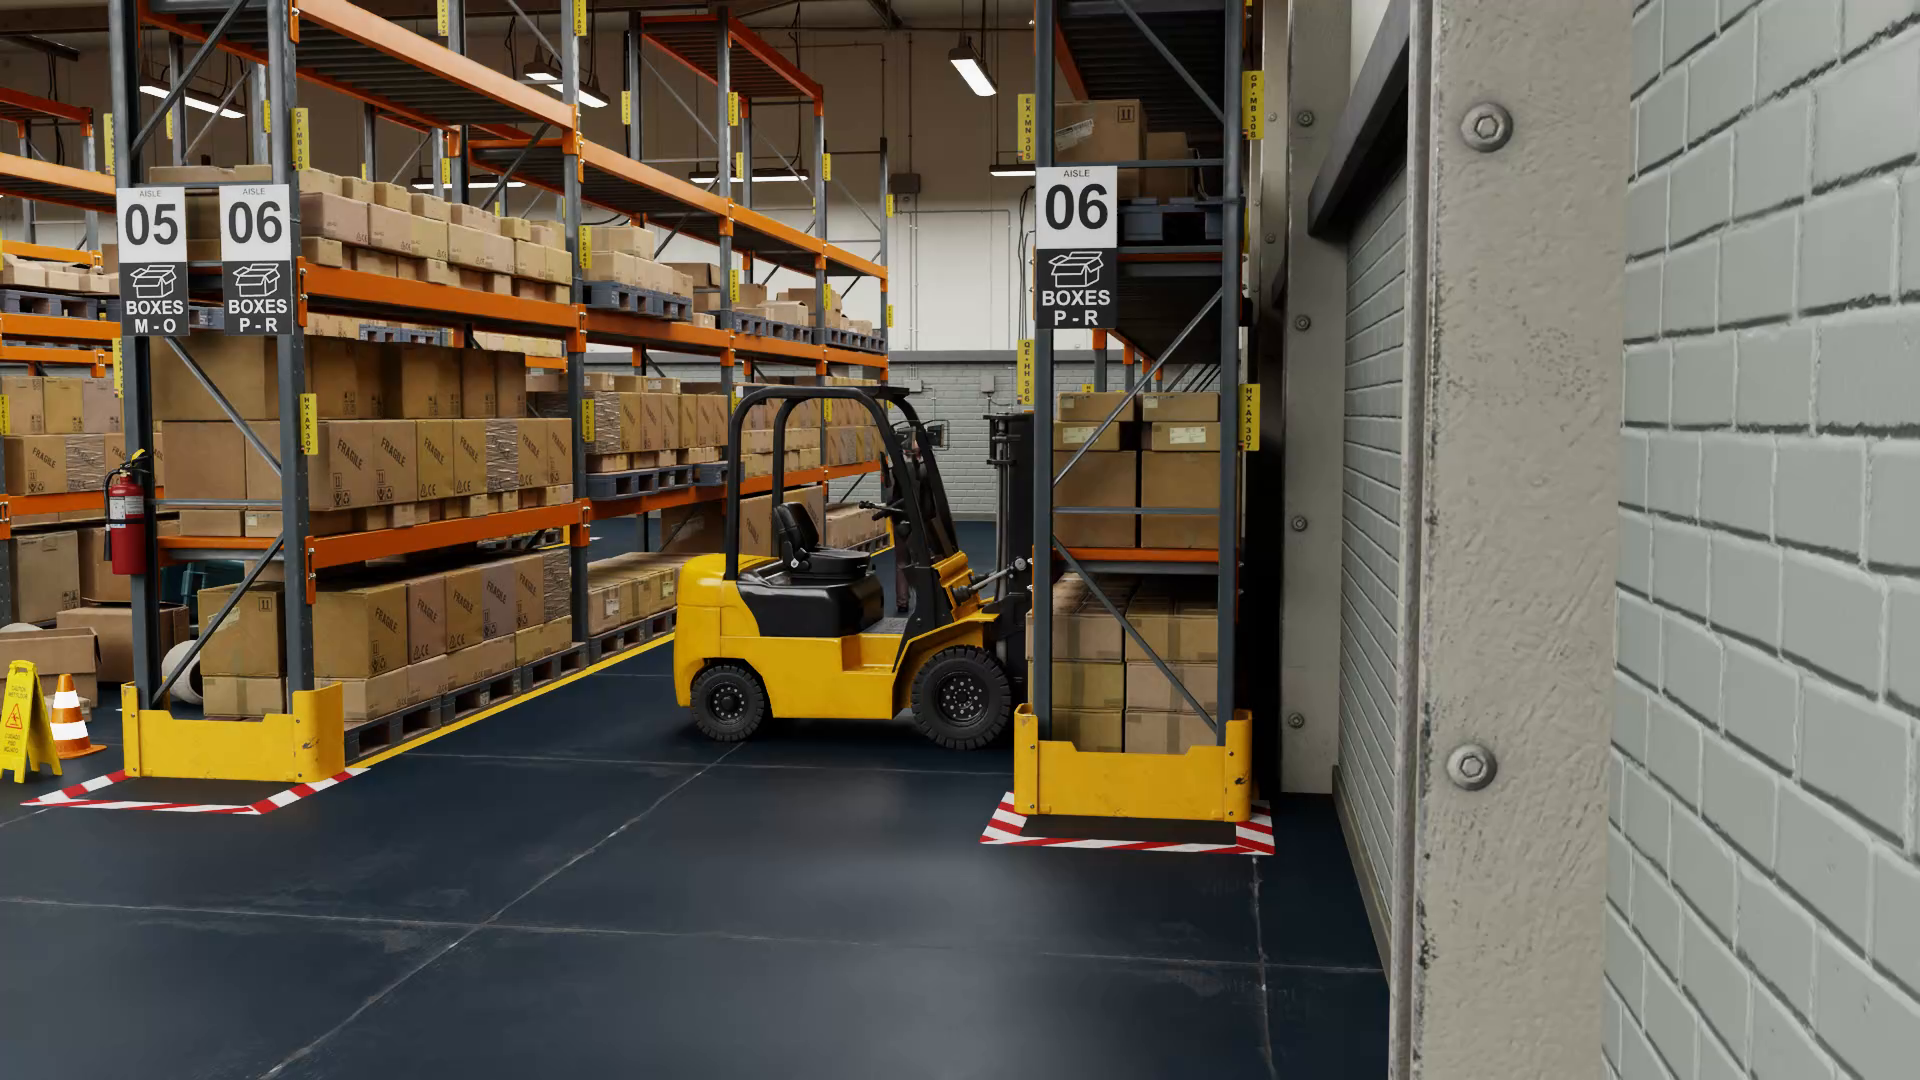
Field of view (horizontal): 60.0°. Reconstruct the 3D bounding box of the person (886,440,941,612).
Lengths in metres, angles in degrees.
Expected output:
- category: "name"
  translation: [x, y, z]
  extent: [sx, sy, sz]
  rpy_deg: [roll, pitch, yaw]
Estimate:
- category: "person"
  translation: [-0.458, -0.141, 16.597]
  extent: [0.565, 1.723, 0.423]
  rpy_deg: [1, 4, 7]
